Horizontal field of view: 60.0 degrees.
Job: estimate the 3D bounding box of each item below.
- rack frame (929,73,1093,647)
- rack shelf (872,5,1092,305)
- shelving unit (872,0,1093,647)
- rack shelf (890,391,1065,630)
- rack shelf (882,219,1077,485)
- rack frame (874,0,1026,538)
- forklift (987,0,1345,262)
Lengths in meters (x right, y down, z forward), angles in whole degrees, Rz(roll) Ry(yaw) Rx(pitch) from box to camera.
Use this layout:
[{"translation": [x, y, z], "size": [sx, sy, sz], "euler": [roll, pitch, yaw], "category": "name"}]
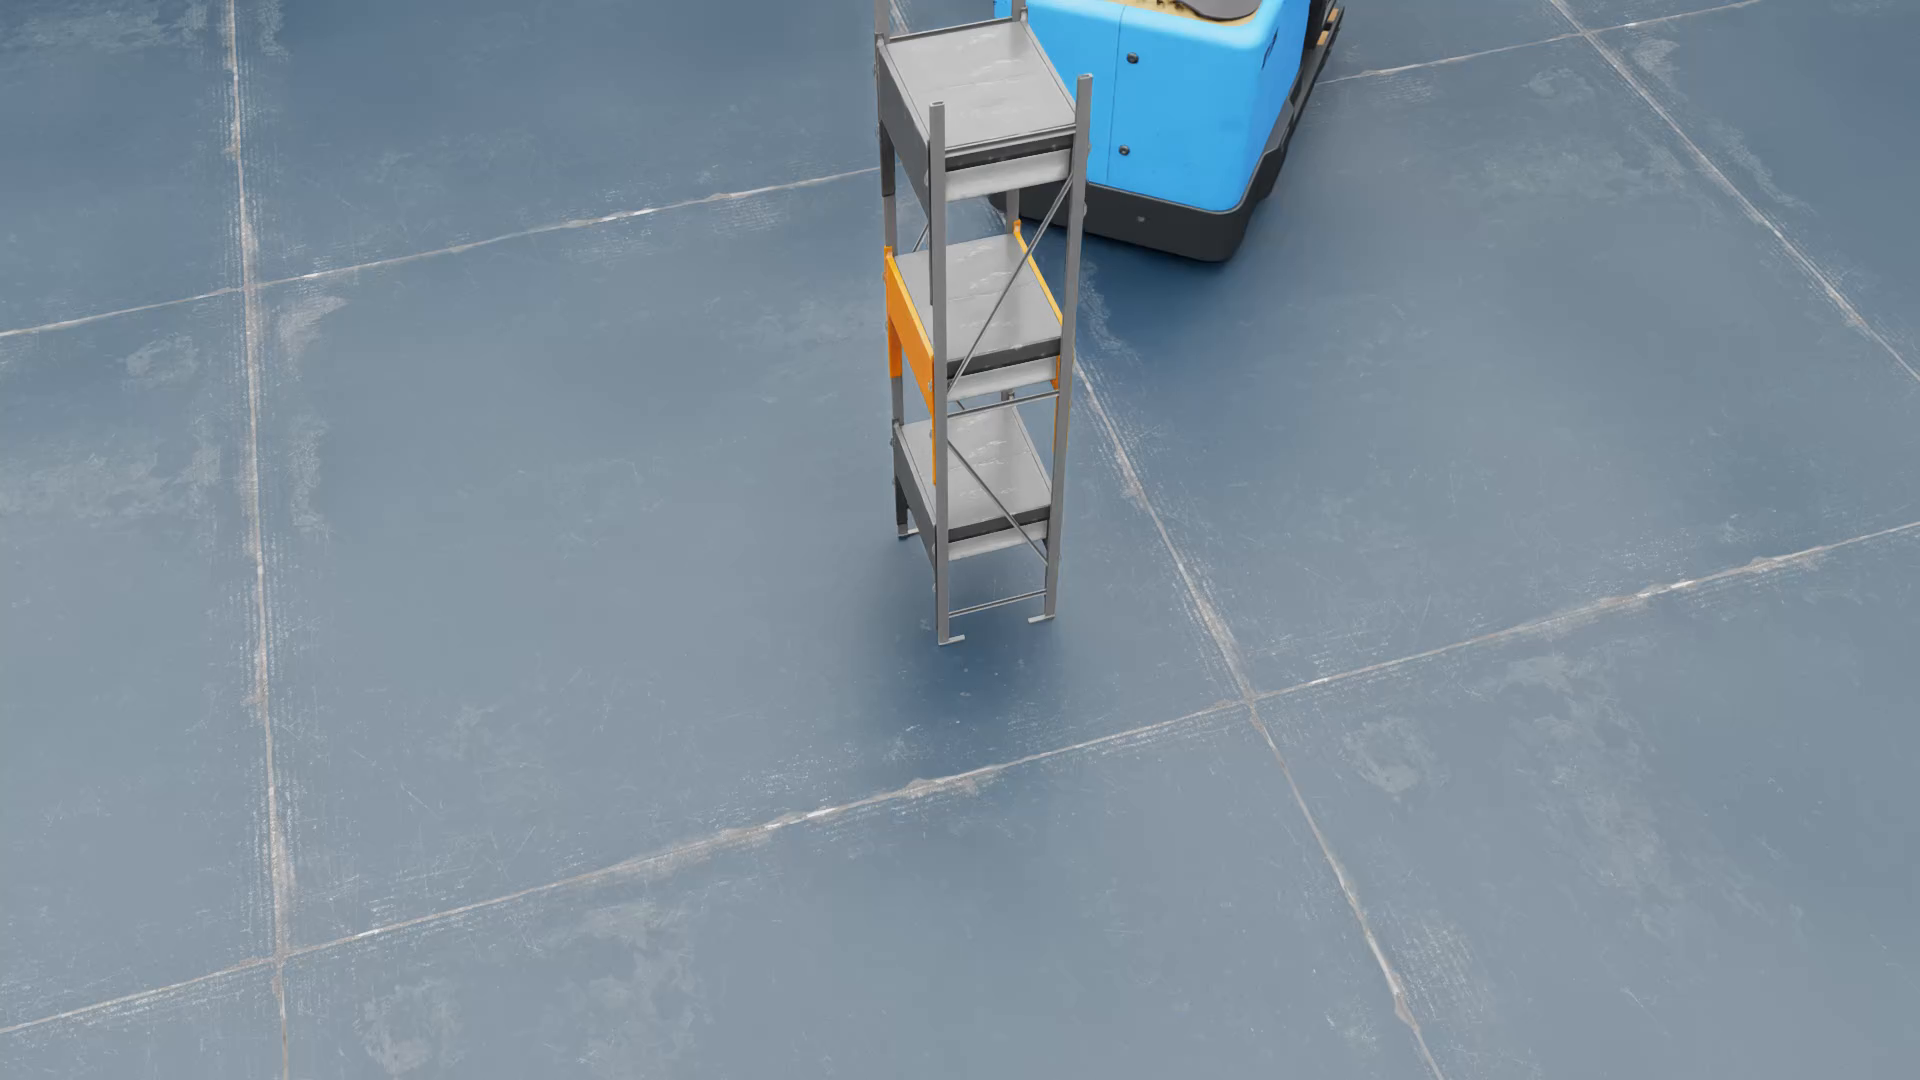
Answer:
[{"translation": [0.121, -0.378, 4.695], "size": [0.400, 2.100, 0.015], "euler": [-13, 51, -11], "category": "rack frame"}, {"translation": [0.049, -0.998, 4.321], "size": [0.431, 0.518, 0.480], "euler": [-13, 51, -11], "category": "rack shelf"}, {"translation": [0.049, -0.556, 4.845], "size": [0.431, 2.100, 0.503], "euler": [-13, 51, -11], "category": "shelving unit"}, {"translation": [0.049, -0.096, 5.391], "size": [0.431, 0.518, 0.480], "euler": [-13, 51, -11], "category": "rack shelf"}, {"translation": [0.049, -0.547, 4.856], "size": [0.431, 0.518, 0.480], "euler": [-13, 51, -11], "category": "rack shelf"}, {"translation": [-0.023, -0.734, 4.996], "size": [0.400, 2.100, 0.015], "euler": [-13, 51, -11], "category": "rack frame"}, {"translation": [1.121, -3.200, 6.531], "size": [1.130, 2.935, 3.031], "euler": [17, 52, 14], "category": "forklift"}]
